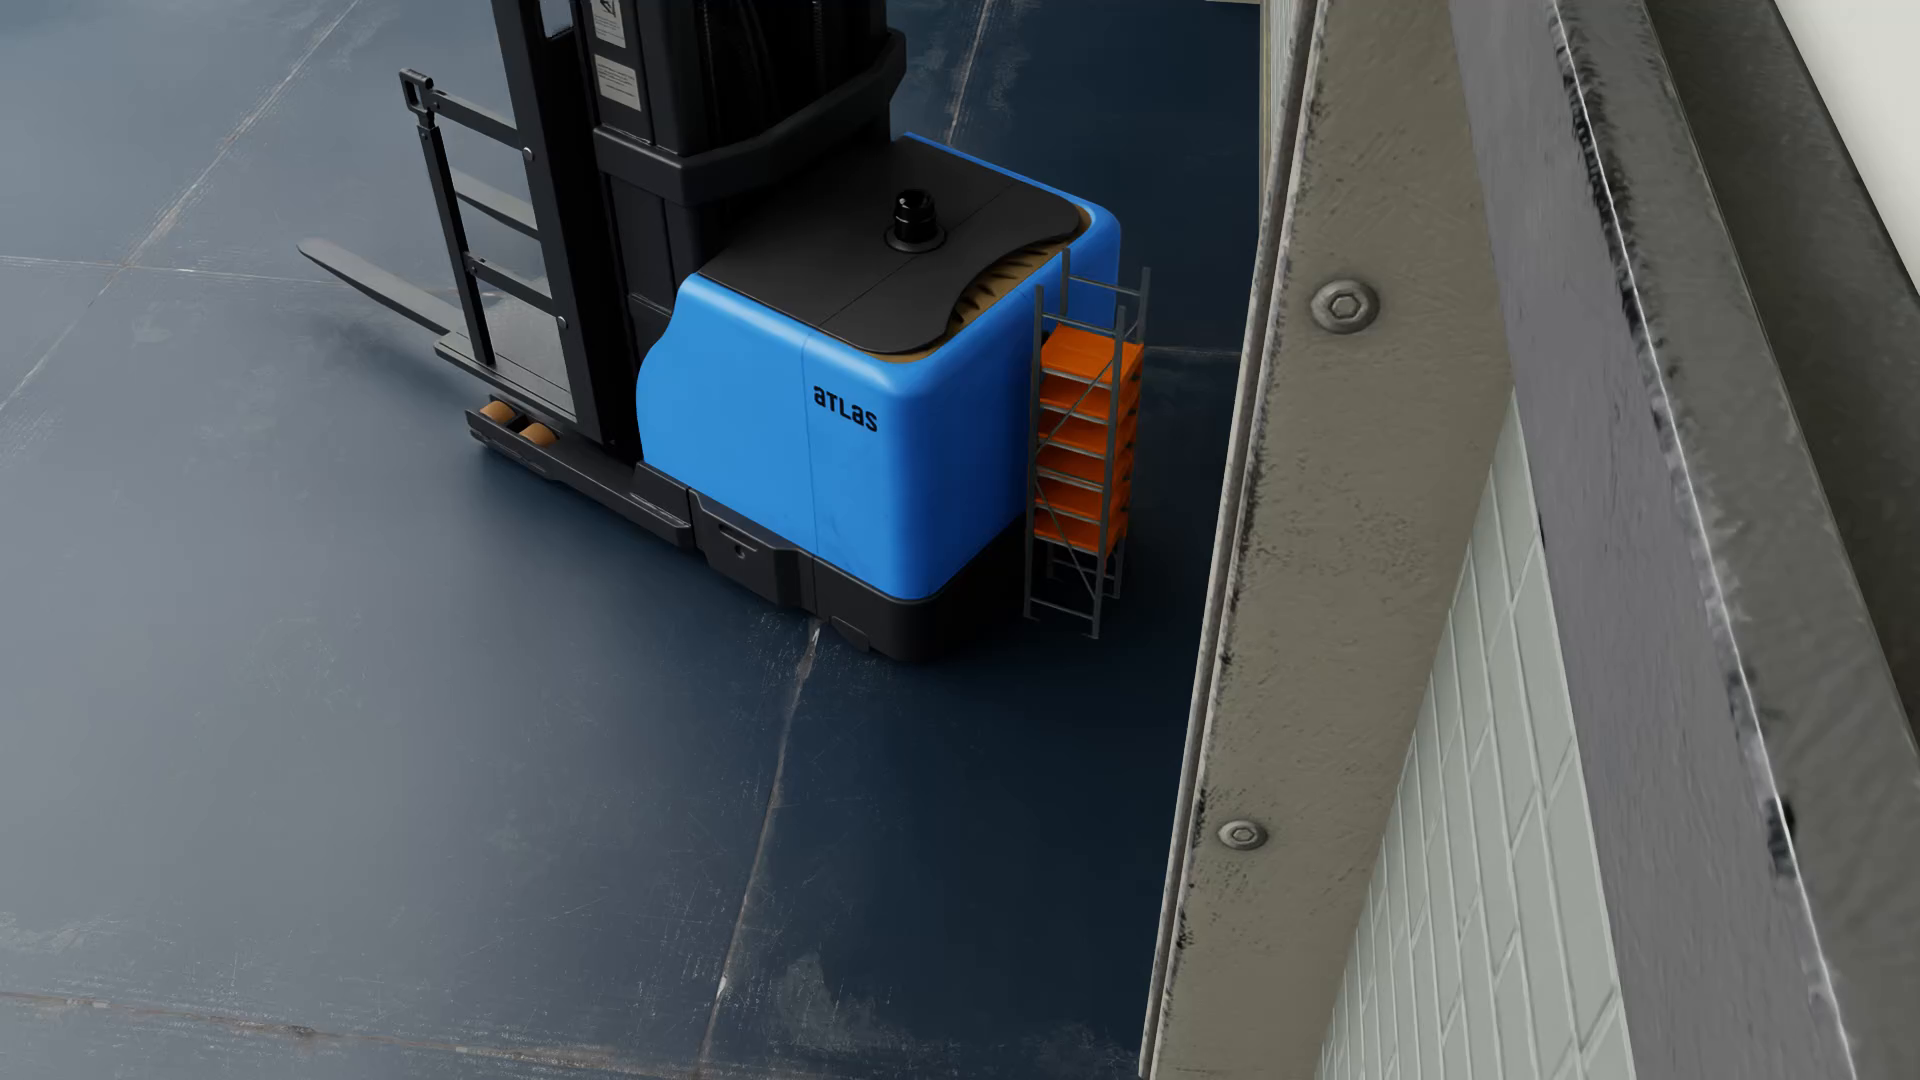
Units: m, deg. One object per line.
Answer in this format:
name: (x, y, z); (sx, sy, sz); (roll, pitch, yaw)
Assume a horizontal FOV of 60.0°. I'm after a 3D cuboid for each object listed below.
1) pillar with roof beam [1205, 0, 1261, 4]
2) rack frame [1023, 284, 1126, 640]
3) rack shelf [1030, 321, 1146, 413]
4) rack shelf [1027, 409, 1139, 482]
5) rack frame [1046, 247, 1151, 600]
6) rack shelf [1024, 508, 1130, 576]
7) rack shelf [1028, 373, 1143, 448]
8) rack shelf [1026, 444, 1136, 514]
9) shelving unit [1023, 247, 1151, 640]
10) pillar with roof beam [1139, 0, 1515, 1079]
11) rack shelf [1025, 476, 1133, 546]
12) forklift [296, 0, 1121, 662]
pillar with roof beam: (-2.919, -6.372, 5.435); (9.100, 9.000, 0.400); (5, 44, 6)
rack frame: (0.301, -0.173, 4.560); (0.240, 1.200, 0.006); (17, 46, 17)
rack shelf: (0.338, -0.460, 4.404); (0.258, 0.103, 0.180); (17, 46, 17)
rack shelf: (0.338, -0.285, 4.569); (0.258, 0.103, 0.180); (17, 46, 17)
rack frame: (0.376, -0.288, 4.681); (0.240, 1.200, 0.006); (17, 46, 17)
rack shelf: (0.338, -0.024, 4.816); (0.258, 0.103, 0.180); (17, 46, 17)
rack shelf: (0.338, -0.373, 4.486); (0.258, 0.103, 0.180); (17, 46, 17)
rack shelf: (0.338, -0.198, 4.651); (0.258, 0.103, 0.180); (17, 46, 17)
shelving unit: (0.338, -0.231, 4.621); (0.258, 1.200, 0.189); (17, 46, 17)
pillar with roof beam: (-3.712, -2.283, 1.116); (9.100, 9.000, 0.400); (5, 44, 6)
rack shelf: (0.338, -0.111, 4.734); (0.258, 0.103, 0.180); (17, 46, 17)
forklift: (-1.014, -1.544, 4.749); (3.031, 2.935, 1.130); (27, 50, 26)
